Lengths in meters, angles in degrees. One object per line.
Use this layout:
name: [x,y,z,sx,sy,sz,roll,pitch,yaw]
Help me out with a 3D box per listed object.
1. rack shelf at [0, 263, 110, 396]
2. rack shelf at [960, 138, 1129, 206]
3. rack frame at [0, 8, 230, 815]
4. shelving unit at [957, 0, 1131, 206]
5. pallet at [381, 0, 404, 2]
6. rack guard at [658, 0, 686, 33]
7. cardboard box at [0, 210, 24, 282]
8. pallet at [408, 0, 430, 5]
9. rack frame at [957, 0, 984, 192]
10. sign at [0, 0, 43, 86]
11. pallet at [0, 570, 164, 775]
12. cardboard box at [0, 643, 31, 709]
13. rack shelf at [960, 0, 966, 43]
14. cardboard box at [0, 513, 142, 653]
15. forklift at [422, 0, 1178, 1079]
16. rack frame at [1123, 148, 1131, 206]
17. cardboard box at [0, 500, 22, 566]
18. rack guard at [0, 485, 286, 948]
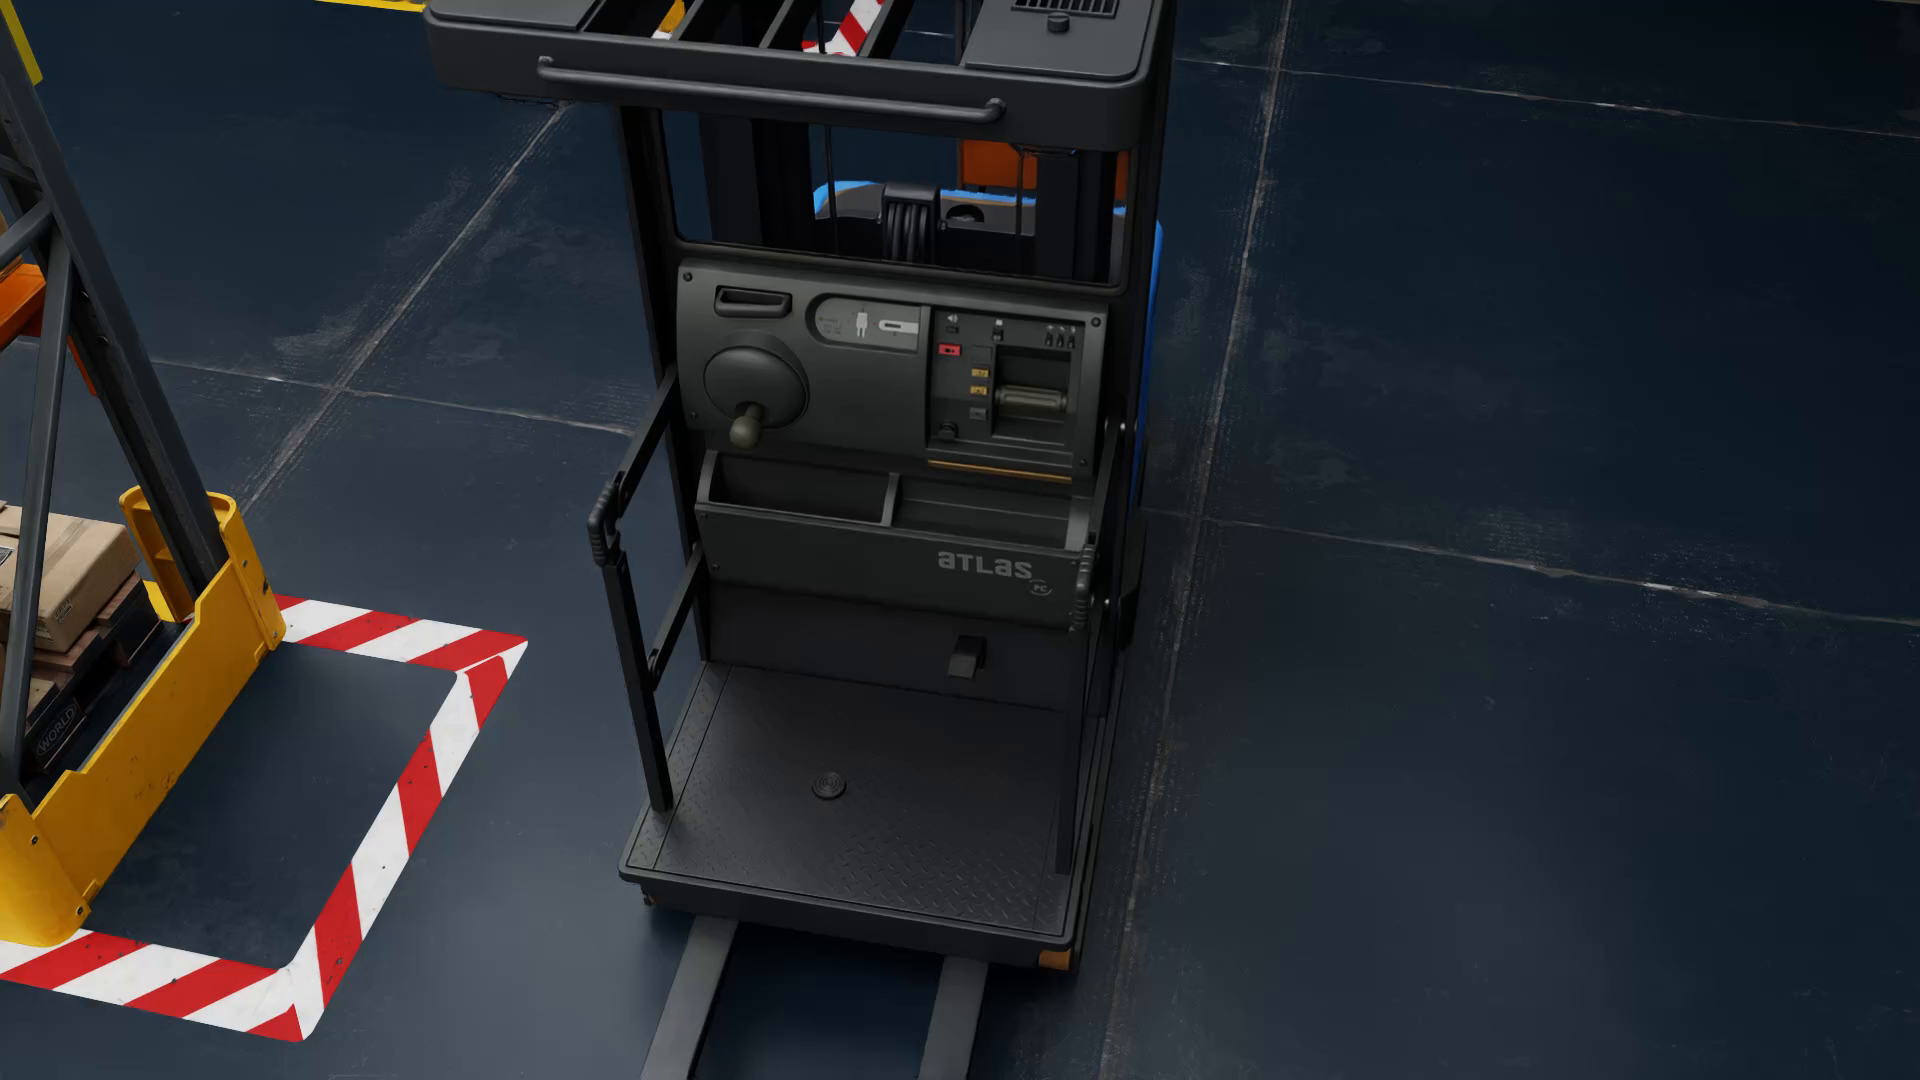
rack shelf: [-4.172,-0.500,4.125,4.000,0.370,1.077,9,45,9]
rack shelf: [0.274,-1.144,4.944,0.480,0.518,0.431,7,44,8]
rack frame: [-2.221,-0.456,3.561,0.127,3.000,1.000,9,45,9]
shelving unit: [0.274,-1.154,4.935,0.503,2.100,0.431,7,44,8]
pallet: [-3.127,-3.059,8.276,1.213,0.211,1.003,9,45,9]
rack guard: [-1.119,-2.905,7.907,0.348,0.500,1.175,9,45,9]
cardboard box: [-2.596,-0.738,3.781,0.500,0.500,0.500,10,45,10]
pallet: [-1.940,-2.873,8.082,1.213,0.211,1.003,9,45,9]
rack frame: [0.034,-1.185,4.967,0.015,2.100,0.400,7,44,8]
sign: [-2.102,-1.135,3.642,0.005,0.325,0.100,9,45,9]
pallet: [-3.073,0.417,4.665,1.213,0.211,1.003,9,45,9]
cardboard box: [-2.805,0.370,4.188,0.500,0.500,0.500,9,45,9]
rack shelf: [0.274,-1.648,4.459,0.480,0.518,0.431,7,44,8]
cardboard box: [-2.554,0.116,4.705,0.250,0.149,0.380,9,45,9]
forklift: [-0.193,-0.272,3.419,1.130,2.935,3.031,7,44,8]
rack frame: [0.514,-1.123,4.902,0.015,2.100,0.400,7,44,8]
cardboard box: [-2.798,0.072,4.738,0.250,0.166,0.380,9,45,9]
rack guard: [-2.295,0.433,4.440,0.348,0.500,1.175,9,45,9]
